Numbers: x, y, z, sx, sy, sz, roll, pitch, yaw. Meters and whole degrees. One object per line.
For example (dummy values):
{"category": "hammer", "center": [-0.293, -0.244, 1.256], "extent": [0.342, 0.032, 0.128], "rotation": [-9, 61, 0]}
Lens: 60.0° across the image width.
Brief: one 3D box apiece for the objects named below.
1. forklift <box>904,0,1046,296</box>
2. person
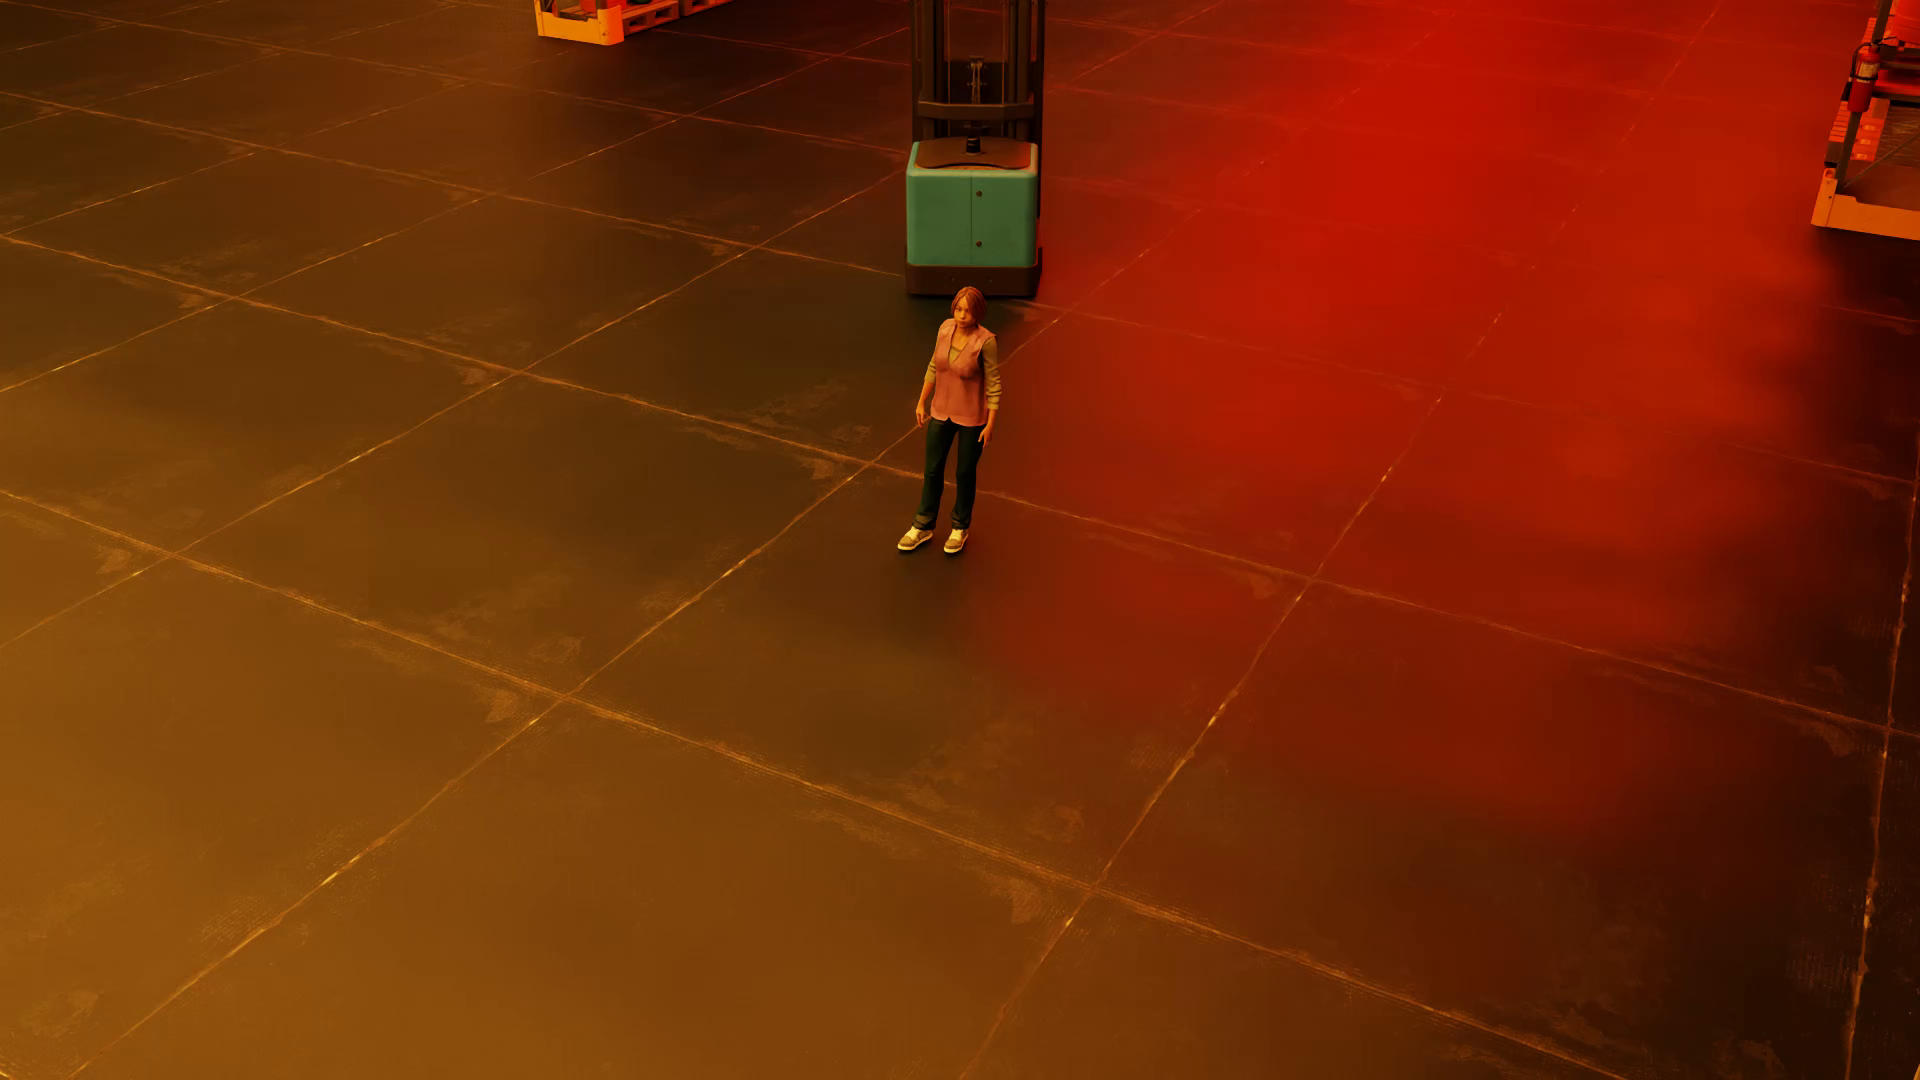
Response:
{"category": "forklift", "center": [0.155, -3.912, 13.848], "extent": [1.130, 2.935, 3.031], "rotation": [1, 30, 2]}
{"category": "person", "center": [-0.048, -0.669, 9.550], "extent": [0.520, 1.597, 0.476], "rotation": [15, 33, 25]}
